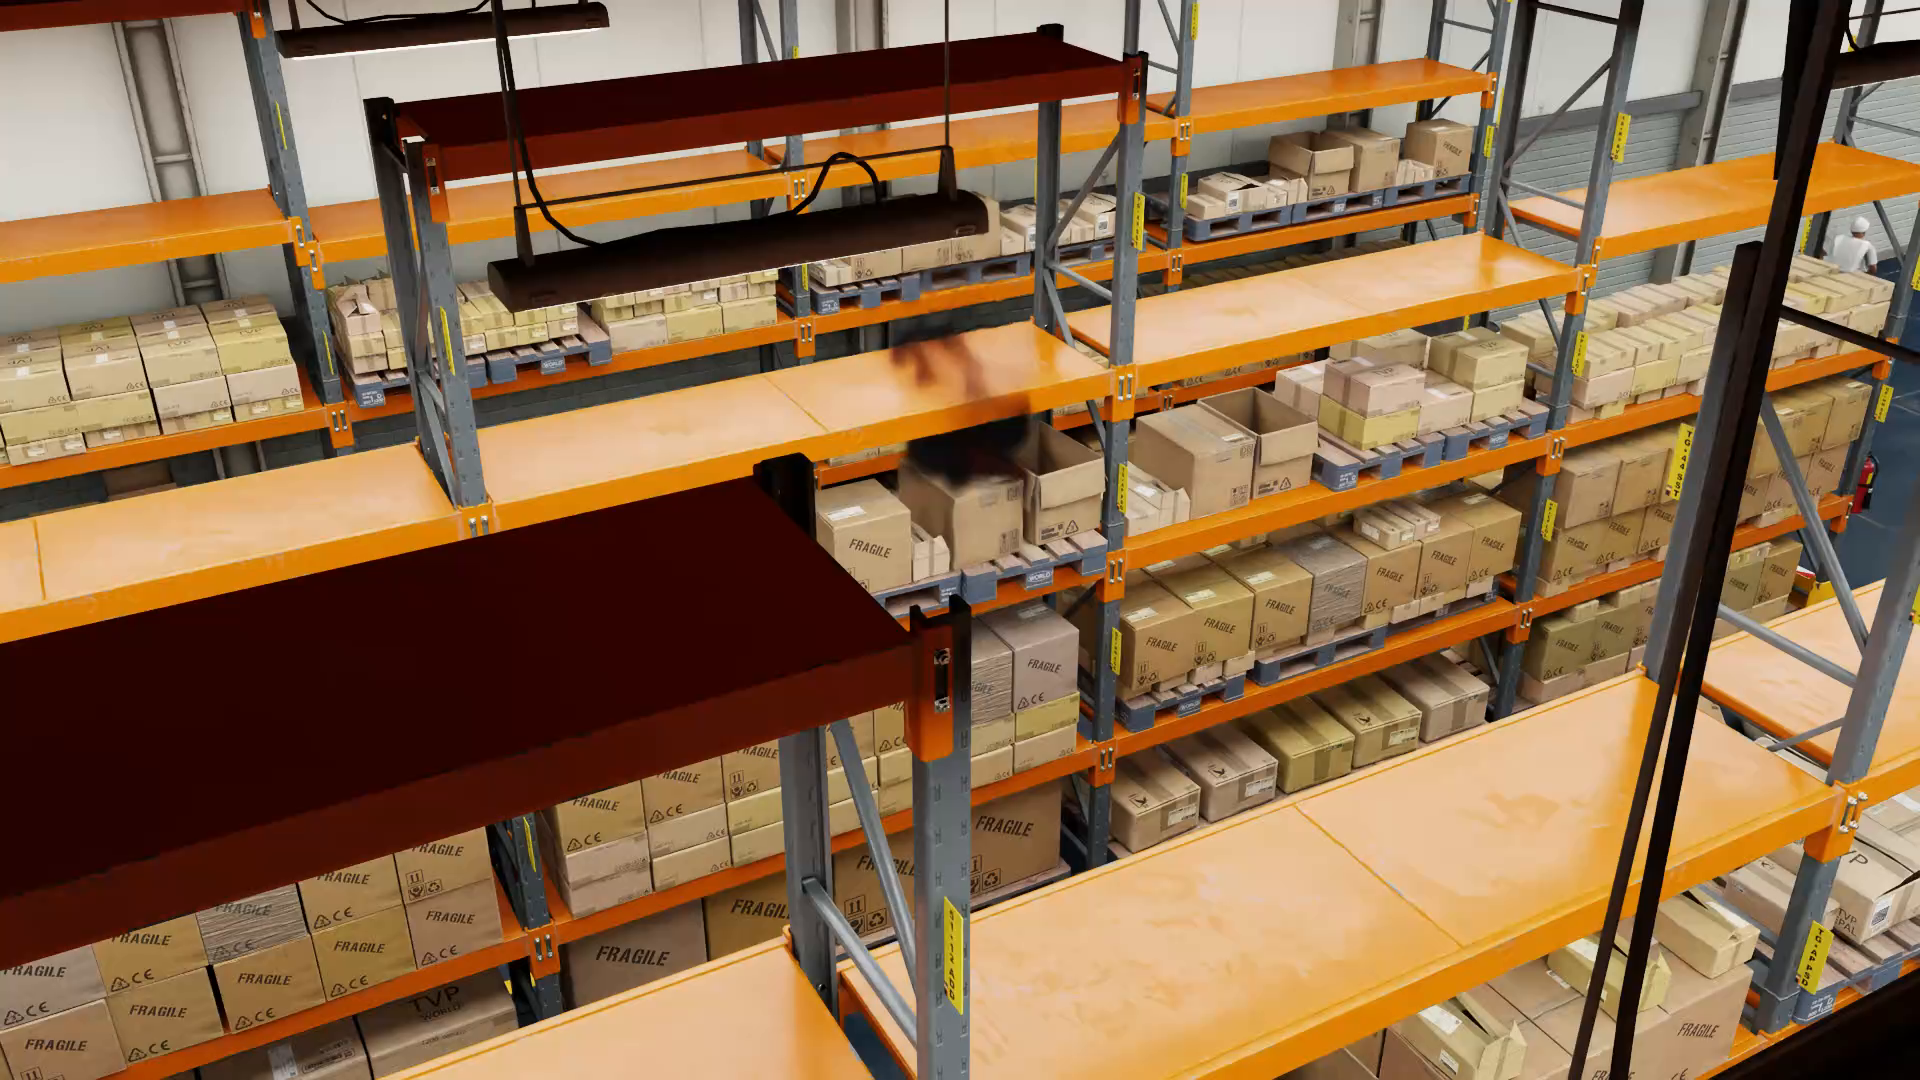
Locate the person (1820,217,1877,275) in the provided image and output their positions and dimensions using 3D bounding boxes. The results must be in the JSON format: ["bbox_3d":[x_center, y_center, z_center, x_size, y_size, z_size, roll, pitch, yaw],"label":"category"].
[{"bbox_3d":[11.253,-3.234,21.210,0.986,1.770,0.707,-22,35,-35],"label":"person"}]
